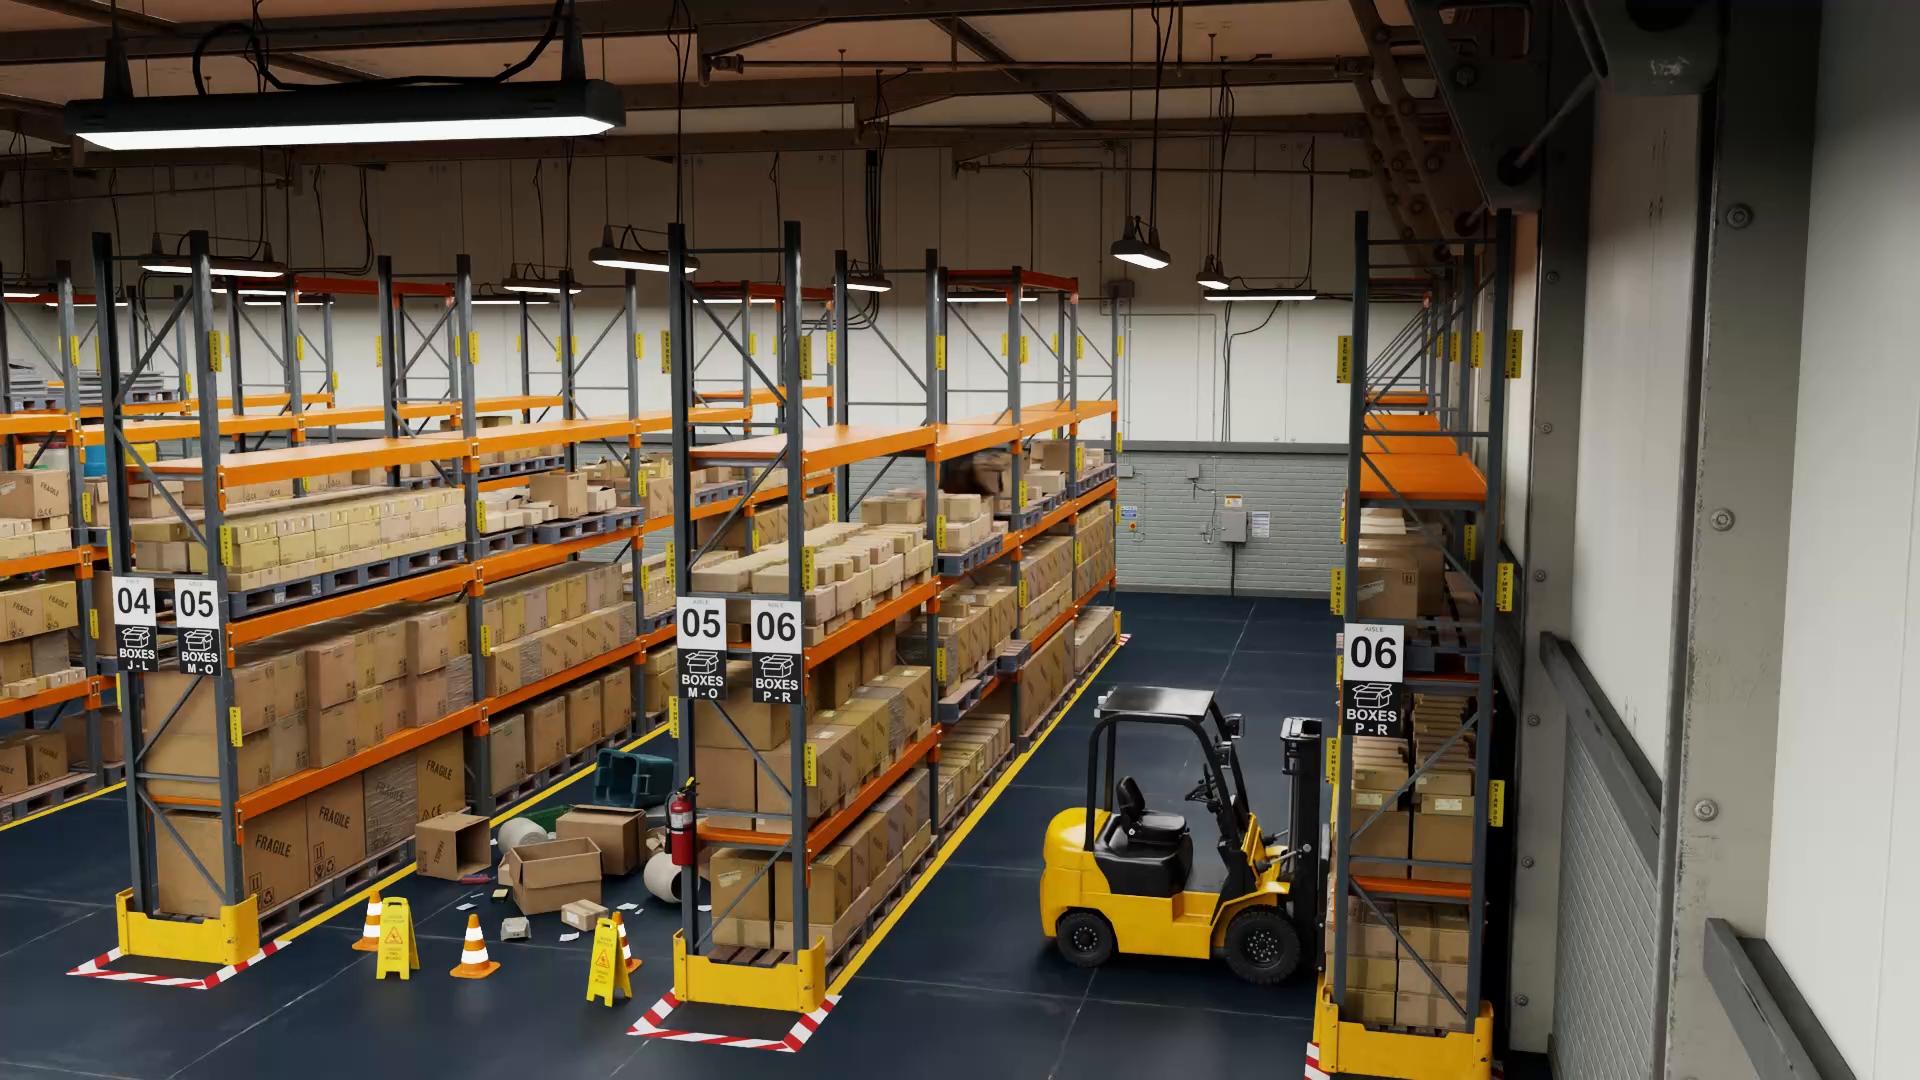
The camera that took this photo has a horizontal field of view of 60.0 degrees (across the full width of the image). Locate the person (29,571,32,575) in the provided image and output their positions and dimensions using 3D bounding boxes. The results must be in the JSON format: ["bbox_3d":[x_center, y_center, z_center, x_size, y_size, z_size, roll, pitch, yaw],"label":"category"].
[{"bbox_3d":[-19.736,0.149,34.799,0.885,1.549,0.457,2,7,14],"label":"person"}]
